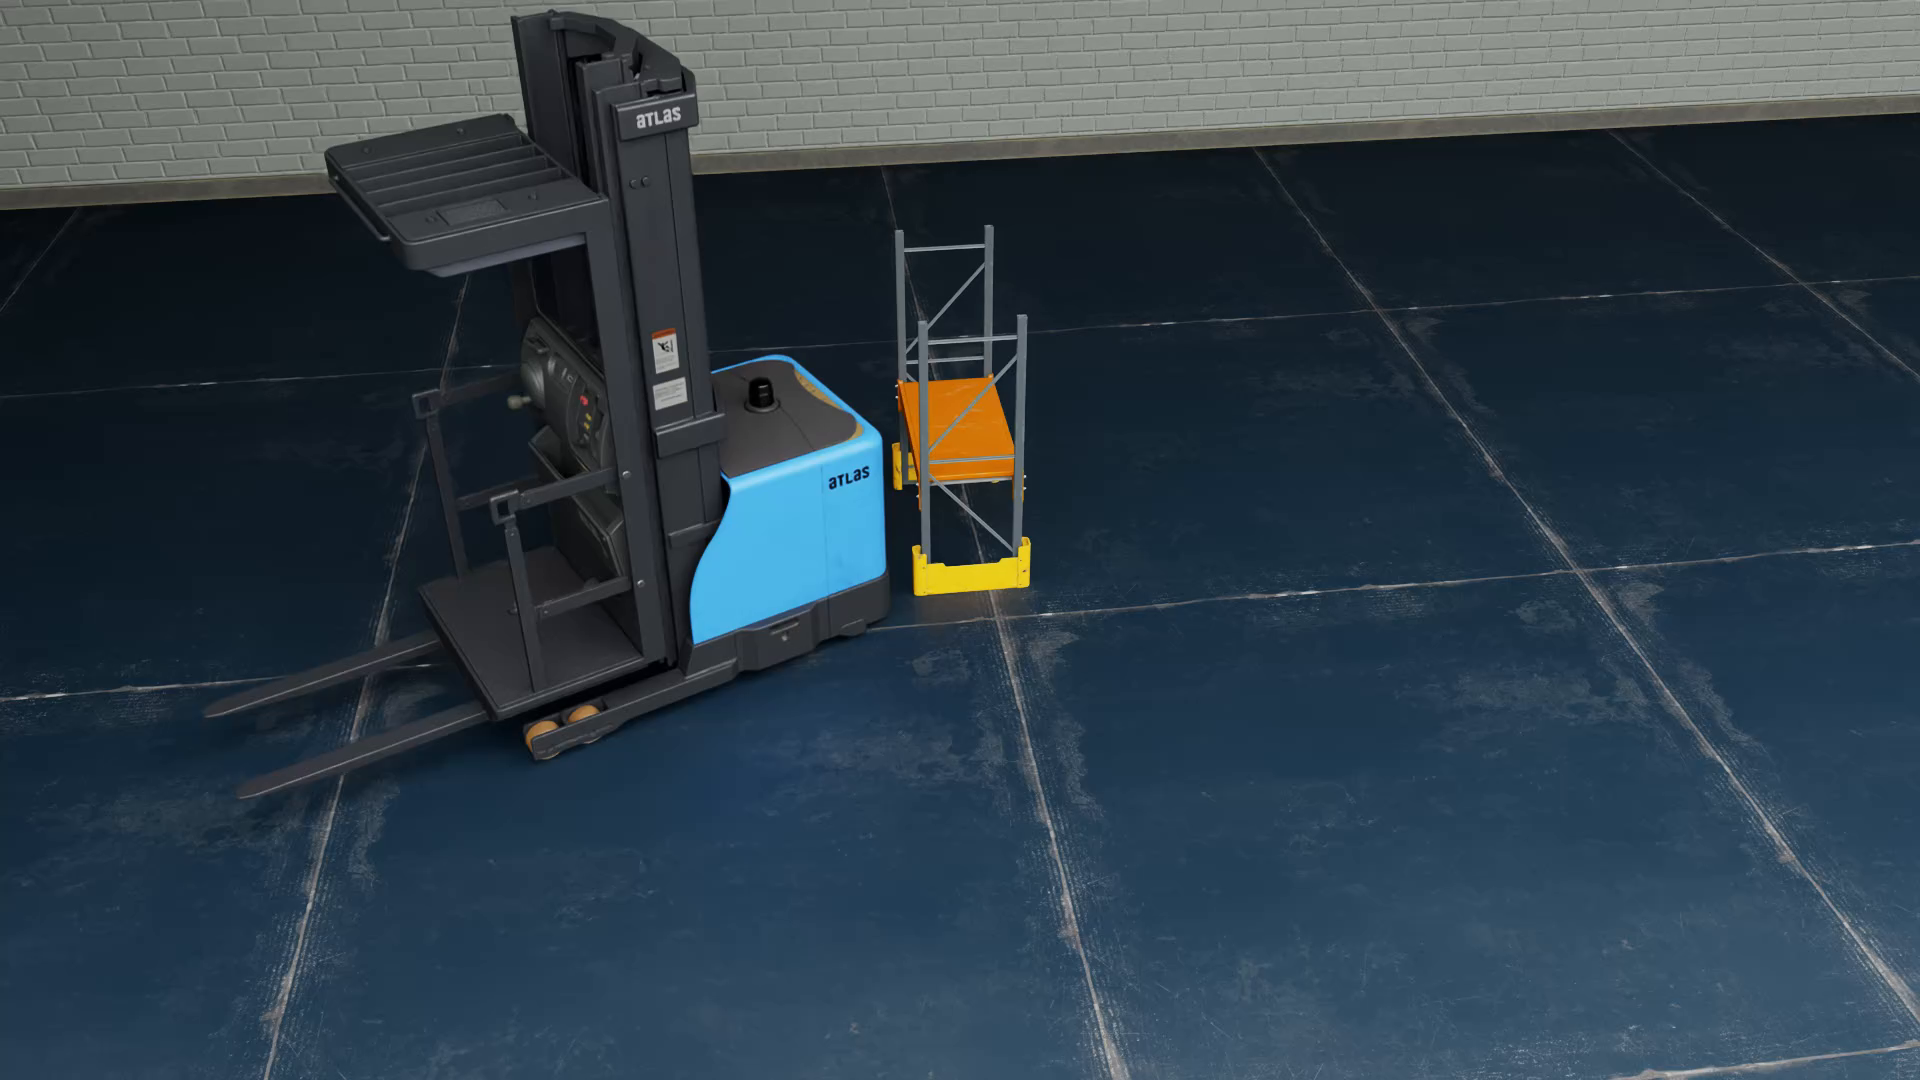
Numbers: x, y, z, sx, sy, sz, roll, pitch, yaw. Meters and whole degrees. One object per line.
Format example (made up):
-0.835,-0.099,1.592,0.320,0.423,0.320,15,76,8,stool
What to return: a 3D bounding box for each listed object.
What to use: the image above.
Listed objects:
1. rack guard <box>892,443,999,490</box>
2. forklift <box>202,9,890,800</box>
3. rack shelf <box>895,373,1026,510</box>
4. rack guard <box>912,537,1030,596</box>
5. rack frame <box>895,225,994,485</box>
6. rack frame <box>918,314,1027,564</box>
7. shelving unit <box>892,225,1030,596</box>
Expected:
-0.077,-0.424,9.150,0.587,0.250,0.087,-4,35,-6,rack guard
-1.857,-0.586,7.007,3.031,2.935,1.130,-20,39,-27,forklift
-0.011,-0.519,8.499,0.538,0.185,1.000,-4,35,-6,rack shelf
0.057,0.132,8.334,0.587,0.250,0.087,-4,35,-6,rack guard
-0.080,-0.951,8.814,0.500,1.500,0.032,-4,35,-6,rack frame
0.057,-0.384,7.981,0.500,1.500,0.032,-4,35,-6,rack frame
-0.010,-0.662,8.390,0.587,1.500,1.083,-4,35,-6,shelving unit
